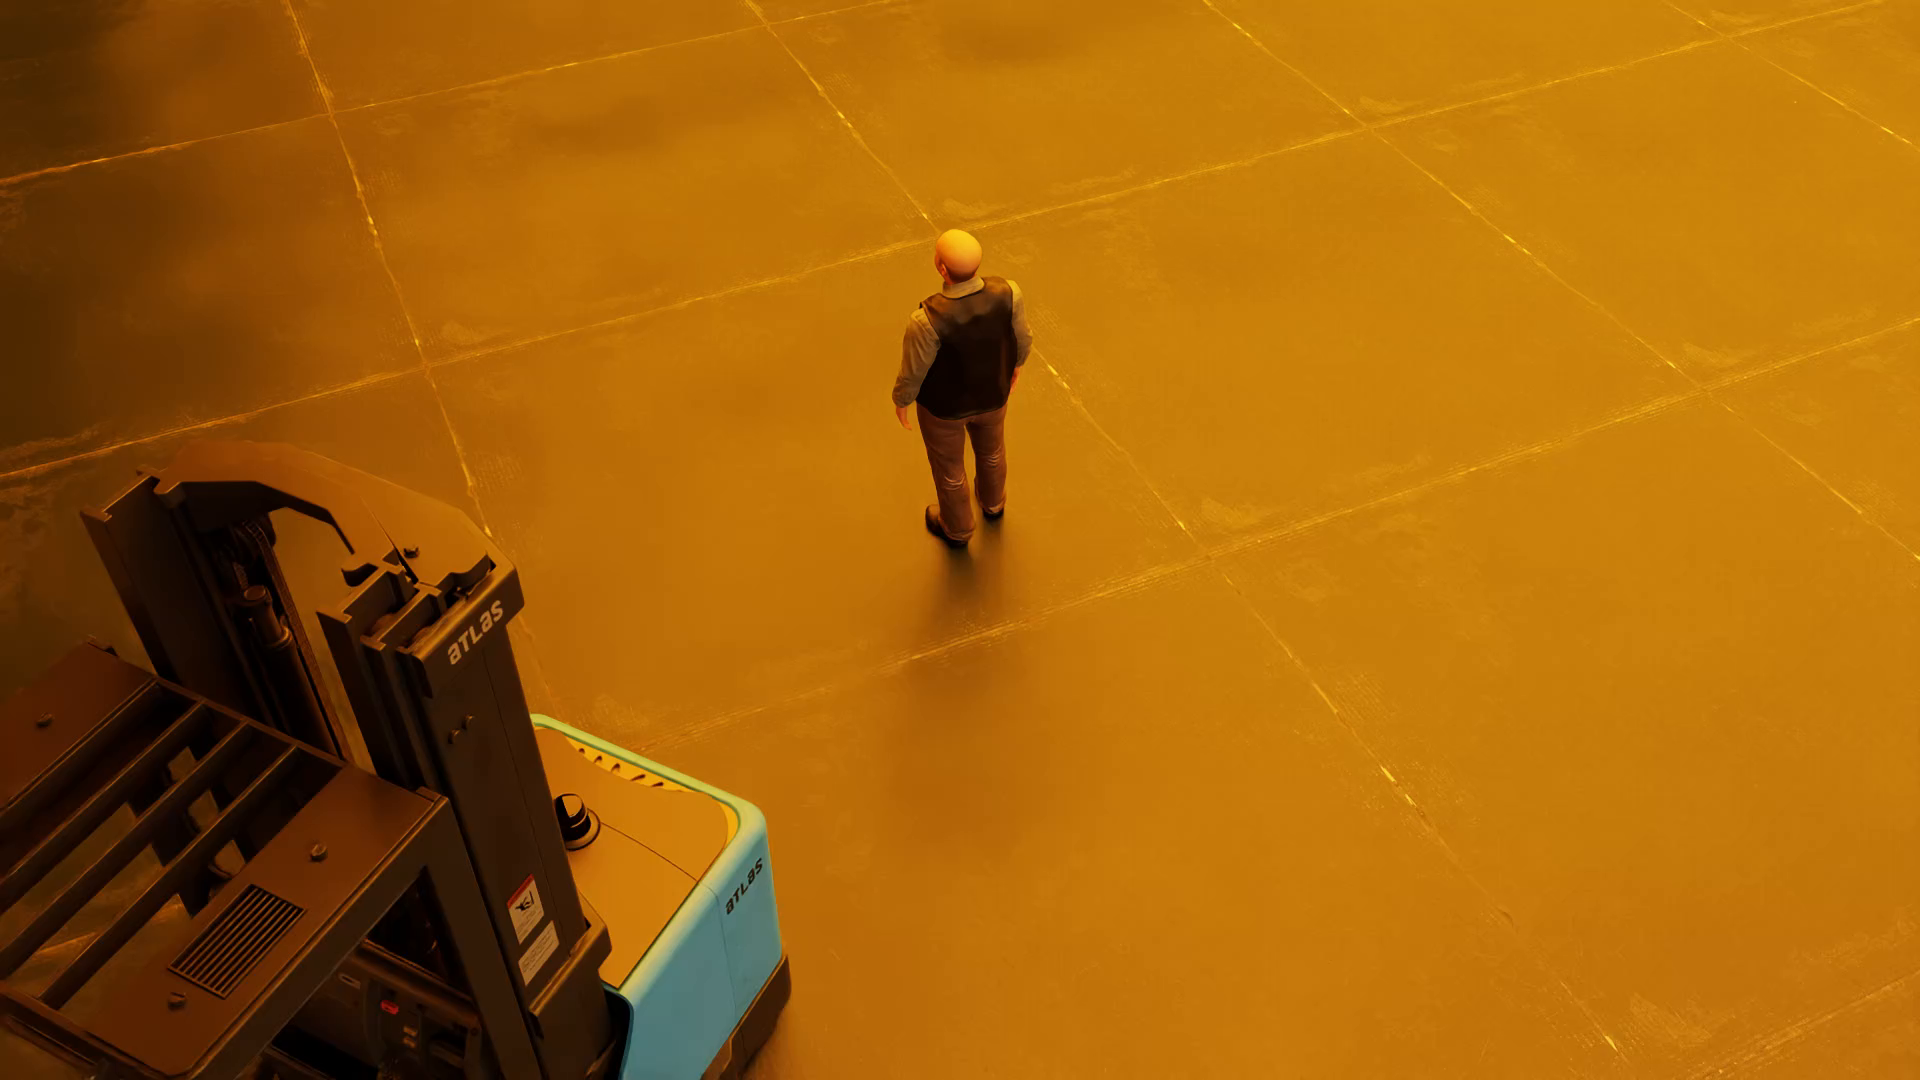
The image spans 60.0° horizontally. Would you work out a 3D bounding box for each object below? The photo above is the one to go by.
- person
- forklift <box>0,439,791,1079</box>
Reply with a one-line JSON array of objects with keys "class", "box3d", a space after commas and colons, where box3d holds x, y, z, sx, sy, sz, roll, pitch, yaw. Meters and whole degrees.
[{"class": "person", "box3d": [-0.018, -0.675, 7.280, 0.632, 1.720, 0.568, -18, 46, -18]}, {"class": "forklift", "box3d": [-1.723, 1.326, 4.259, 1.130, 2.935, 3.031, 19, 46, 19]}]
